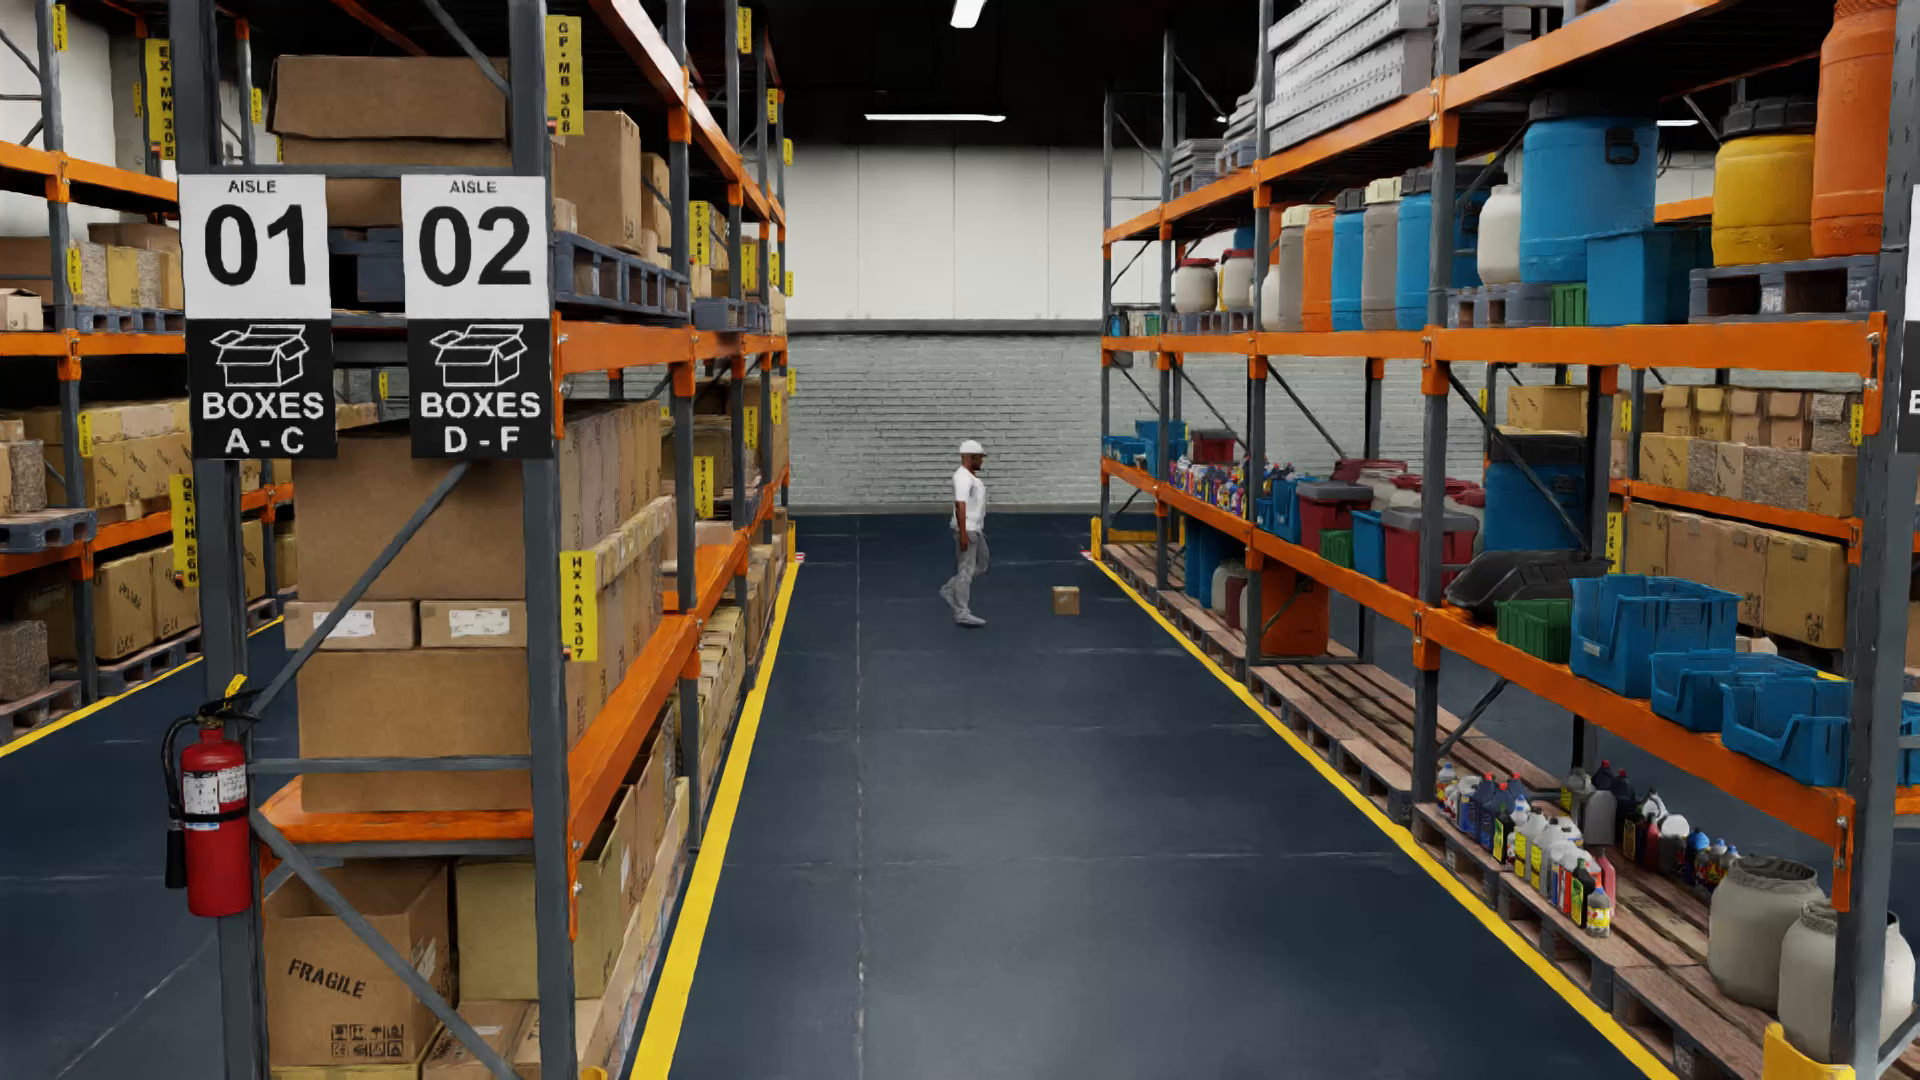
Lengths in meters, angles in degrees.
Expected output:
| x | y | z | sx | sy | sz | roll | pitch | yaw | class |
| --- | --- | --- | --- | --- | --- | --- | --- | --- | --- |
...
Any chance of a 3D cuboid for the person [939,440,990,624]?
| x | y | z | sx | sy | sz | roll | pitch | yaw | class |
| --- | --- | --- | --- | --- | --- | --- | --- | --- | --- |
| 0.032 | -0.094 | 16.264 | 0.507 | 1.759 | 0.650 | 1 | 7 | 6 | person |
